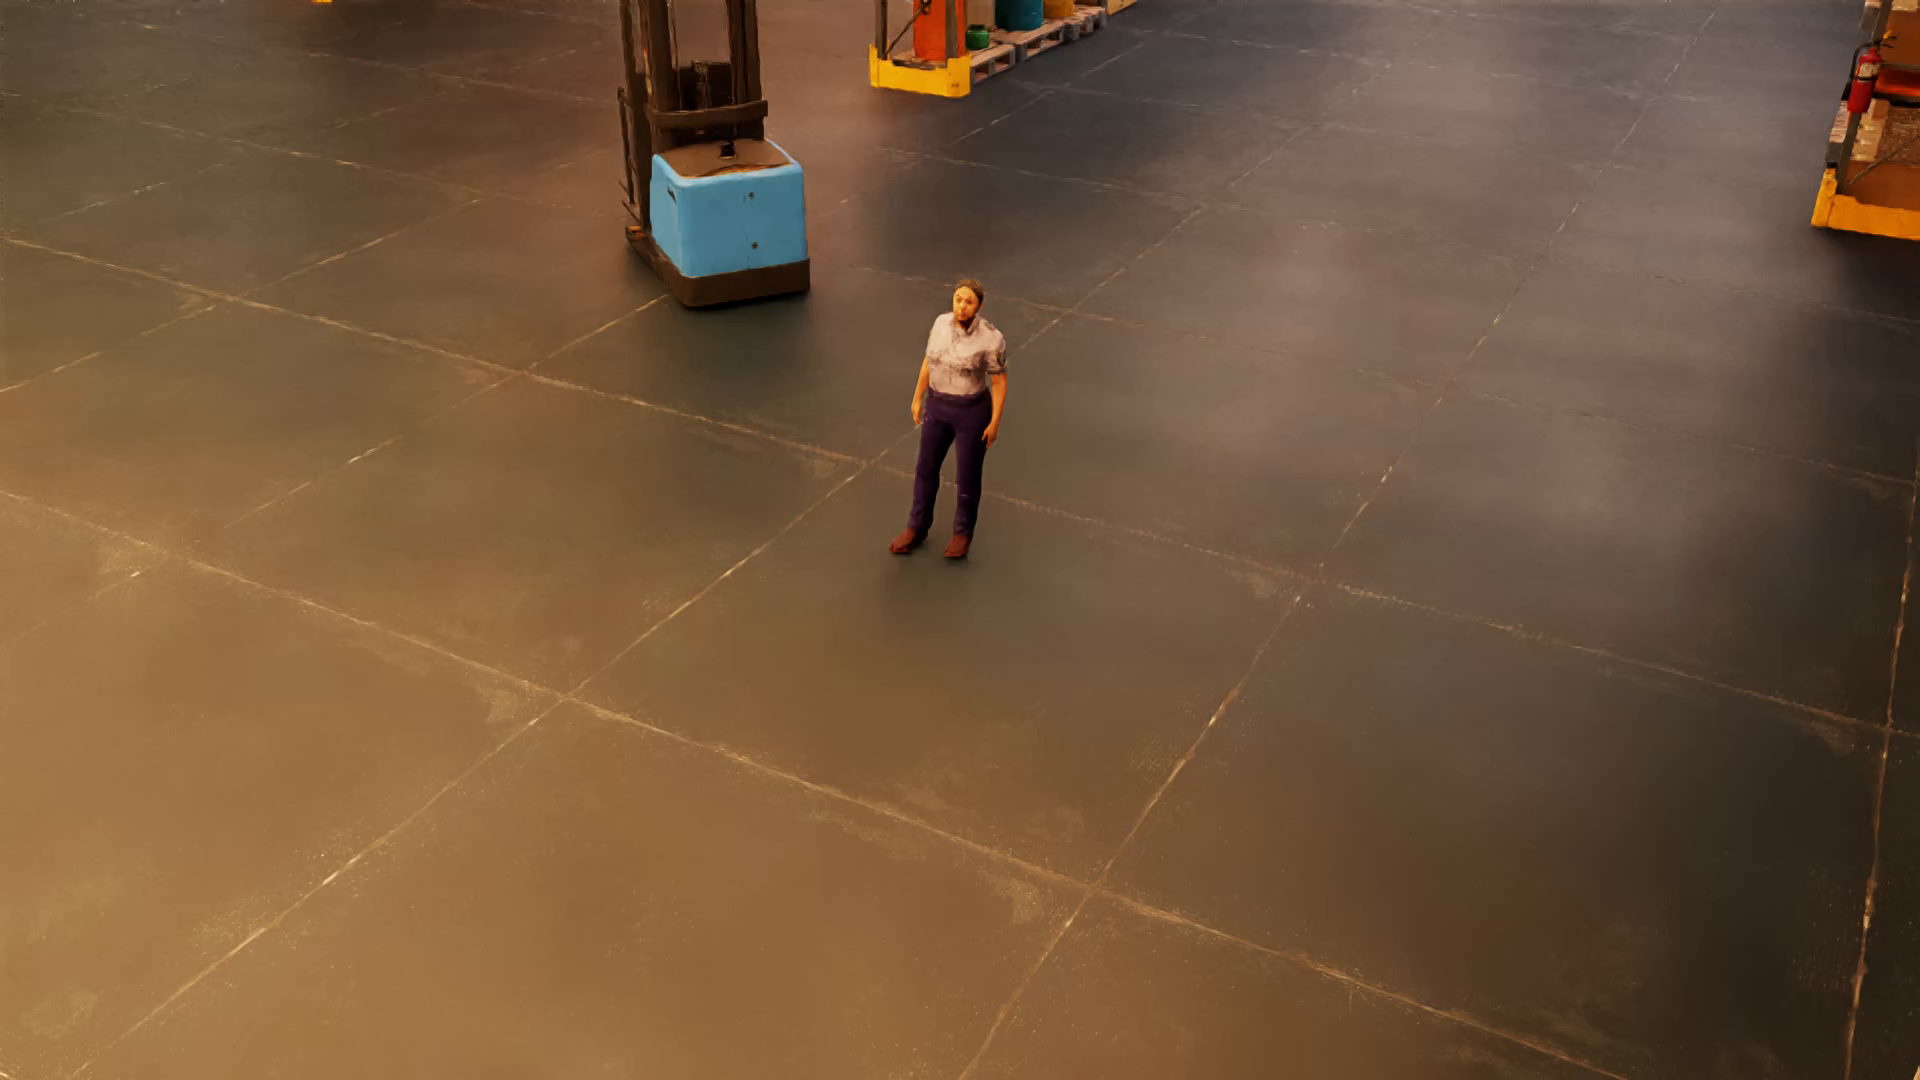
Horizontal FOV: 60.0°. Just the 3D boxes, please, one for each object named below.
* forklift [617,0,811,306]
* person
[{"bbox_3d":[-2.256,-3.822,13.693,1.130,2.935,3.031,-12,32,-20],"label":"forklift"},{"bbox_3d":[-0.063,-0.682,9.531,0.599,1.642,0.502,15,33,25],"label":"person"}]
